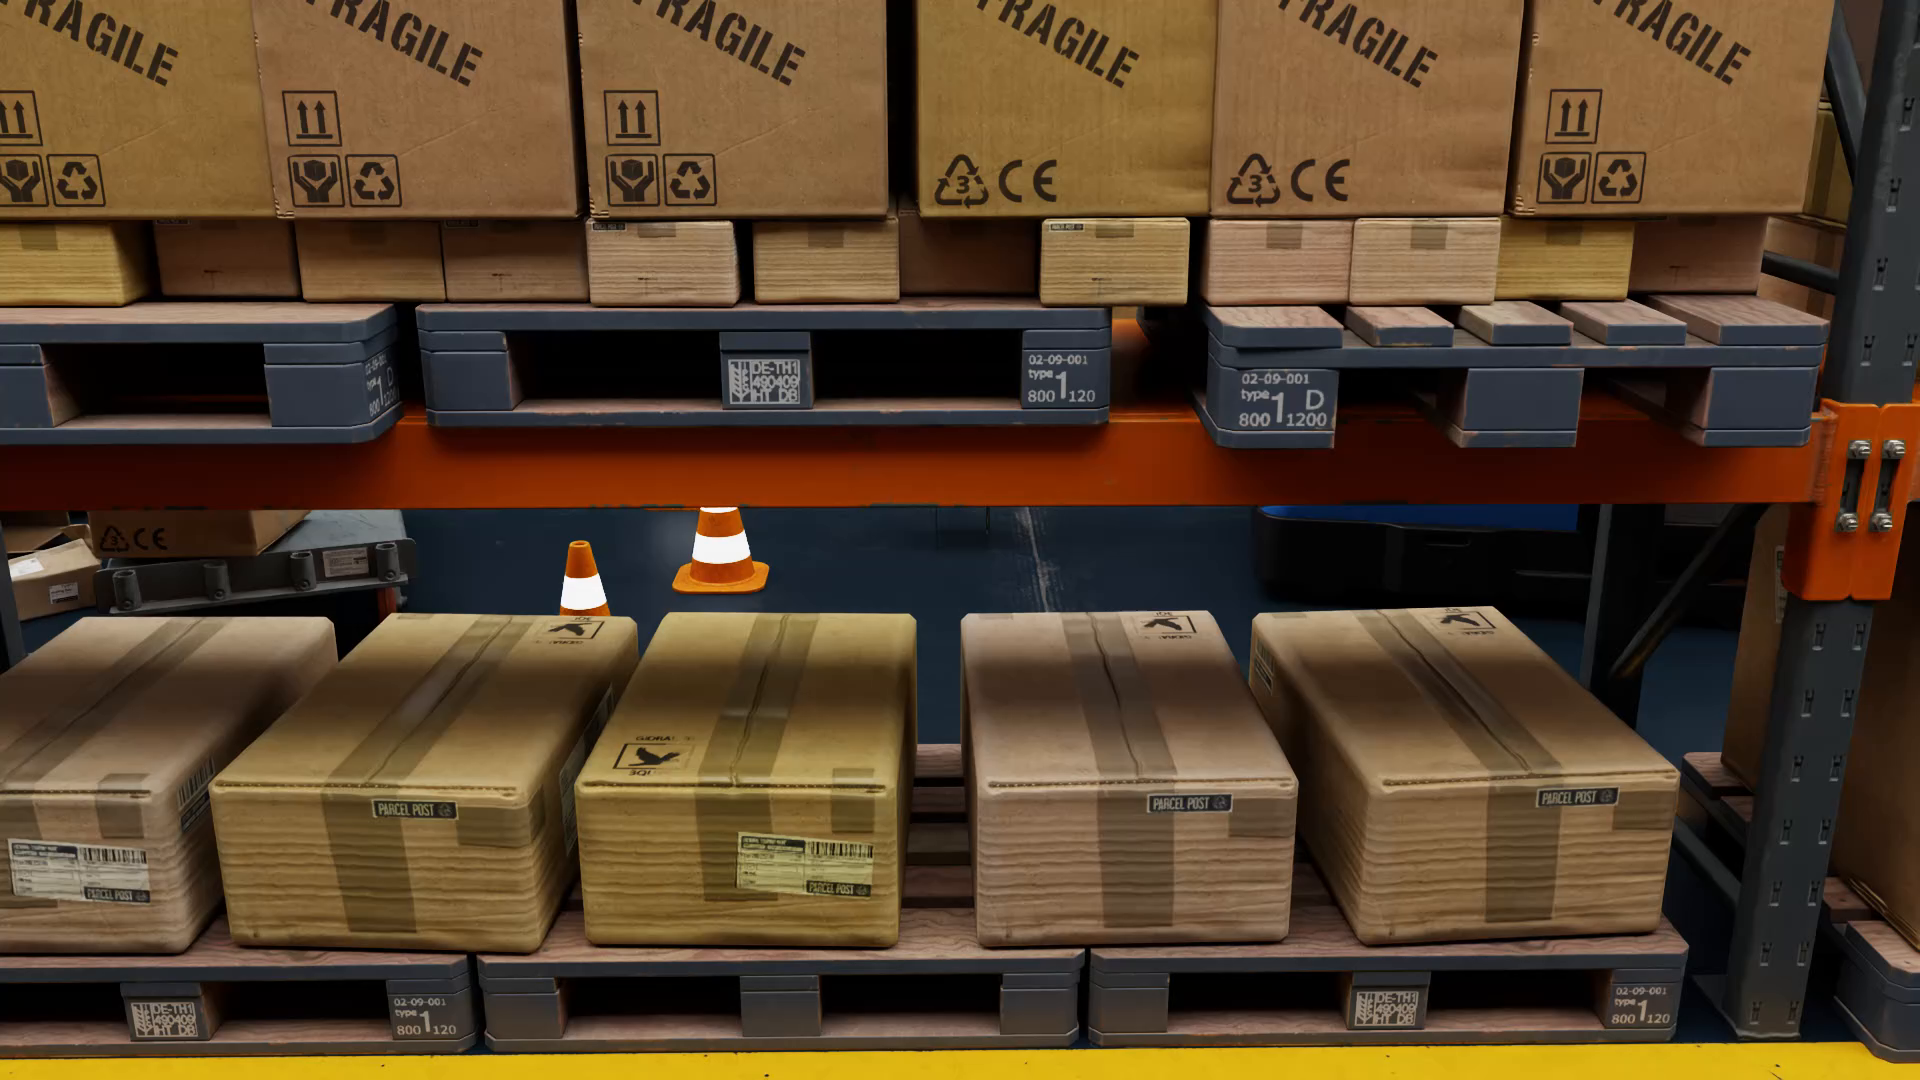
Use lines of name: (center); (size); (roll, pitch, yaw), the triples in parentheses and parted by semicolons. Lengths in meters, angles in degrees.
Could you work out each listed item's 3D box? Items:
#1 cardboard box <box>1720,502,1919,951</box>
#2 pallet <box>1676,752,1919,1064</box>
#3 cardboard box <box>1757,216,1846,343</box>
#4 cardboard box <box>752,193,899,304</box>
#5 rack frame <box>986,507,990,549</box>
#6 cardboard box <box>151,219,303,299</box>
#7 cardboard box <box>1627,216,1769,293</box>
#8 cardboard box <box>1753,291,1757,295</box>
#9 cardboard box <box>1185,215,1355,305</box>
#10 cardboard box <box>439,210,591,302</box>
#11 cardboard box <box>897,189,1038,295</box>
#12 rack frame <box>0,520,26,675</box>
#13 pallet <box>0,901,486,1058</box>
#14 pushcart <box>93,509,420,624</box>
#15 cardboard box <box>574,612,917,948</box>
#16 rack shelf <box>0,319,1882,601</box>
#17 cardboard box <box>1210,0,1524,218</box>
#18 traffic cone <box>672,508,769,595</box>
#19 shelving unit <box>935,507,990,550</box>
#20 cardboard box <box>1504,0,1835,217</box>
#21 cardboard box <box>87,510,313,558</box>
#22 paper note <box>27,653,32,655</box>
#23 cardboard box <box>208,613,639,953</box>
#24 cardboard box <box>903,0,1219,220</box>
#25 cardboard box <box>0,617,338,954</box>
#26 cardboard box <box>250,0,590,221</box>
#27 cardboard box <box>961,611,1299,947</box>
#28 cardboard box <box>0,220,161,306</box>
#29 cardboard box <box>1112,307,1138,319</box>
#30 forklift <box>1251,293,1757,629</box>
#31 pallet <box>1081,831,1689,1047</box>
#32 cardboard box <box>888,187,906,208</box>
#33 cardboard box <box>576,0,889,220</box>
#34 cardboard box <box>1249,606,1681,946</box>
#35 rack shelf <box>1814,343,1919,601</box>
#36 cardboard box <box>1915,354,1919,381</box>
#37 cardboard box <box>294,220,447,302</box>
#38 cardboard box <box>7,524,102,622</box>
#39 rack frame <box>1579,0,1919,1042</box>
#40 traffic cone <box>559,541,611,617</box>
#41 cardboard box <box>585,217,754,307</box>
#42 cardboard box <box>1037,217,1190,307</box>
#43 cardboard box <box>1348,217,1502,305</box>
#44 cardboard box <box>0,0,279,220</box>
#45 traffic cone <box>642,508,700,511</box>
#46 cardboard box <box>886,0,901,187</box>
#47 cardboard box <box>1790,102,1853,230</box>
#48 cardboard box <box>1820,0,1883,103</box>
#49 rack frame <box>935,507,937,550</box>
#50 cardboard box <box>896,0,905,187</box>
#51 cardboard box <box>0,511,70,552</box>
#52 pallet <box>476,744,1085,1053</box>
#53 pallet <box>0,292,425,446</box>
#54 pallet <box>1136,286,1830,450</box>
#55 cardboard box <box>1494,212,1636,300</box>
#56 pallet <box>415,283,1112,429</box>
cardboard box: (2.325, 0.271, 3.583); (0.875, 0.875, 0.875); (0, 18, -1)
pallet: (2.423, 0.784, 3.758); (1.213, 0.211, 1.003); (0, 18, -1)
cardboard box: (2.135, -0.573, 3.669); (0.500, 0.250, 0.500); (-1, 18, -3)
cardboard box: (-0.239, -0.538, 3.038); (0.250, 0.149, 0.380); (-1, 18, -3)
rack frame: (0.110, -0.429, 6.412); (0.006, 0.900, 0.240); (0, 18, -1)
cardboard box: (-1.277, -0.553, 3.086); (0.250, 0.149, 0.380); (1, 18, 3)
cardboard box: (1.309, -0.570, 3.137); (0.250, 0.149, 0.380); (0, 18, 1)
cardboard box: (3.692, -1.019, 8.219); (0.500, 0.500, 0.500); (-1, 18, -2)
cardboard box: (0.539, -0.533, 3.021); (0.250, 0.149, 0.380); (-1, 18, -3)
cardboard box: (-0.772, -0.542, 3.051); (0.250, 0.149, 0.380); (0, 18, 0)
cardboard box: (0.011, -0.564, 3.120); (0.250, 0.149, 0.380); (0, 18, 0)
rack frame: (-2.366, -0.544, 3.331); (0.127, 3.000, 1.000); (0, 18, -1)
pallet: (-1.588, 0.780, 3.770); (1.213, 0.211, 1.003); (0, 18, -1)
pushcart: (-2.452, 0.009, 5.902); (0.936, 0.377, 1.648); (-7, 19, -20)
cardboard box: (-0.428, 0.496, 3.705); (0.625, 0.372, 0.950); (0, 18, 1)
rack shelf: (-0.366, -0.211, 3.471); (4.000, 0.370, 1.077); (0, 18, -1)
cardboard box: (0.666, -0.859, 2.977); (0.500, 0.500, 0.500); (-1, 18, -2)
traffic cone: (-0.874, -0.076, 6.027); (0.334, 0.463, 0.336); (0, 18, -1)
shelving unit: (0.008, -0.429, 6.410); (0.210, 0.900, 0.258); (0, 18, -1)
cardboard box: (1.183, -0.865, 2.995); (0.500, 0.500, 0.500); (-1, 18, -2)
cardboard box: (-2.424, -0.257, 5.292); (0.500, 0.500, 0.500); (0, 18, -1)
paper note: (-2.923, 0.352, 5.401); (0.142, 0.019, 0.148); (0, 18, -1)
cardboard box: (-1.123, 0.500, 3.693); (0.625, 0.372, 0.950); (1, 18, 3)
cardboard box: (0.162, -0.856, 2.968); (0.500, 0.500, 0.500); (-1, 18, -5)
cardboard box: (-1.842, 0.504, 3.679); (0.625, 0.372, 0.950); (0, 18, 0)
cardboard box: (-0.898, -0.848, 2.943); (0.500, 0.500, 0.500); (0, 18, -1)
cardboard box: (0.330, 0.494, 3.711); (0.625, 0.372, 0.950); (-1, 18, -2)
cardboard box: (-1.559, -0.529, 3.008); (0.250, 0.149, 0.380); (0, 18, 0)
cardboard box: (0.844, -1.227, 8.459); (0.750, 0.750, 1.050); (-1, 18, -2)
forklift: (2.611, -1.262, 5.684); (3.031, 2.935, 1.130); (3, 18, 9)
pallet: (0.852, 0.768, 3.807); (1.213, 0.211, 1.003); (0, 18, -1)
cardboard box: (-0.049, -0.687, 3.502); (0.250, 0.149, 0.380); (0, 18, 1)
cardboard box: (-0.384, -0.854, 2.961); (0.500, 0.500, 0.500); (-1, 18, -3)
cardboard box: (1.068, 0.488, 3.730); (0.625, 0.372, 0.950); (-1, 18, -5)
rack shelf: (3.633, -0.230, 3.531); (4.000, 0.370, 1.077); (0, 18, -1)
cardboard box: (2.127, -0.417, 3.182); (0.500, 0.250, 0.500); (-1, 18, -2)
cardboard box: (-1.019, -0.542, 3.050); (0.250, 0.149, 0.380); (0, 18, 0)
cardboard box: (-3.215, 0.107, 5.780); (0.396, 0.266, 0.258); (-15, 23, -39)
rack frame: (1.633, -0.563, 3.391); (0.127, 3.000, 1.000); (0, 18, -1)
traffic cone: (-1.148, 0.231, 5.070); (0.334, 0.463, 0.336); (0, 18, -1)
cardboard box: (-0.505, -0.528, 3.006); (0.250, 0.149, 0.380); (0, 18, 1)
cardboard box: (0.264, -0.527, 3.004); (0.250, 0.149, 0.380); (0, 18, 0)
cardboard box: (0.791, -0.531, 3.017); (0.250, 0.149, 0.380); (0, 18, -1)
cardboard box: (-1.392, -0.850, 2.949); (0.500, 0.500, 0.500); (0, 18, -1)
traffic cone: (-1.181, -0.392, 7.013); (0.334, 0.463, 0.336); (0, 18, -1)
cardboard box: (-0.372, -1.011, 3.451); (0.500, 0.500, 0.500); (-1, 18, -3)
cardboard box: (2.114, -0.809, 3.587); (0.500, 0.250, 0.500); (0, 18, -1)
cardboard box: (2.146, -1.169, 3.480); (0.500, 0.500, 0.500); (-1, 18, -2)
rack frame: (-0.094, -0.428, 6.409); (0.006, 0.900, 0.240); (0, 18, -1)
cardboard box: (0.128, -1.011, 3.451); (0.500, 0.500, 0.500); (0, 18, 0)
cardboard box: (-3.715, -0.189, 6.091); (0.503, 0.637, 0.797); (0, 18, -1)
pallet: (-0.365, 0.773, 3.792); (1.213, 0.211, 1.003); (0, 18, -1)
pallet: (-1.600, -0.411, 3.234); (1.213, 0.211, 1.003); (0, 18, -1)
pallet: (0.922, -0.436, 3.309); (1.003, 0.211, 1.213); (0, 18, -1)
cardboard box: (1.042, -0.546, 3.064); (0.250, 0.149, 0.380); (0, 18, 0)
pallet: (-0.345, -0.449, 3.352); (1.213, 0.211, 1.003); (0, 18, -1)
